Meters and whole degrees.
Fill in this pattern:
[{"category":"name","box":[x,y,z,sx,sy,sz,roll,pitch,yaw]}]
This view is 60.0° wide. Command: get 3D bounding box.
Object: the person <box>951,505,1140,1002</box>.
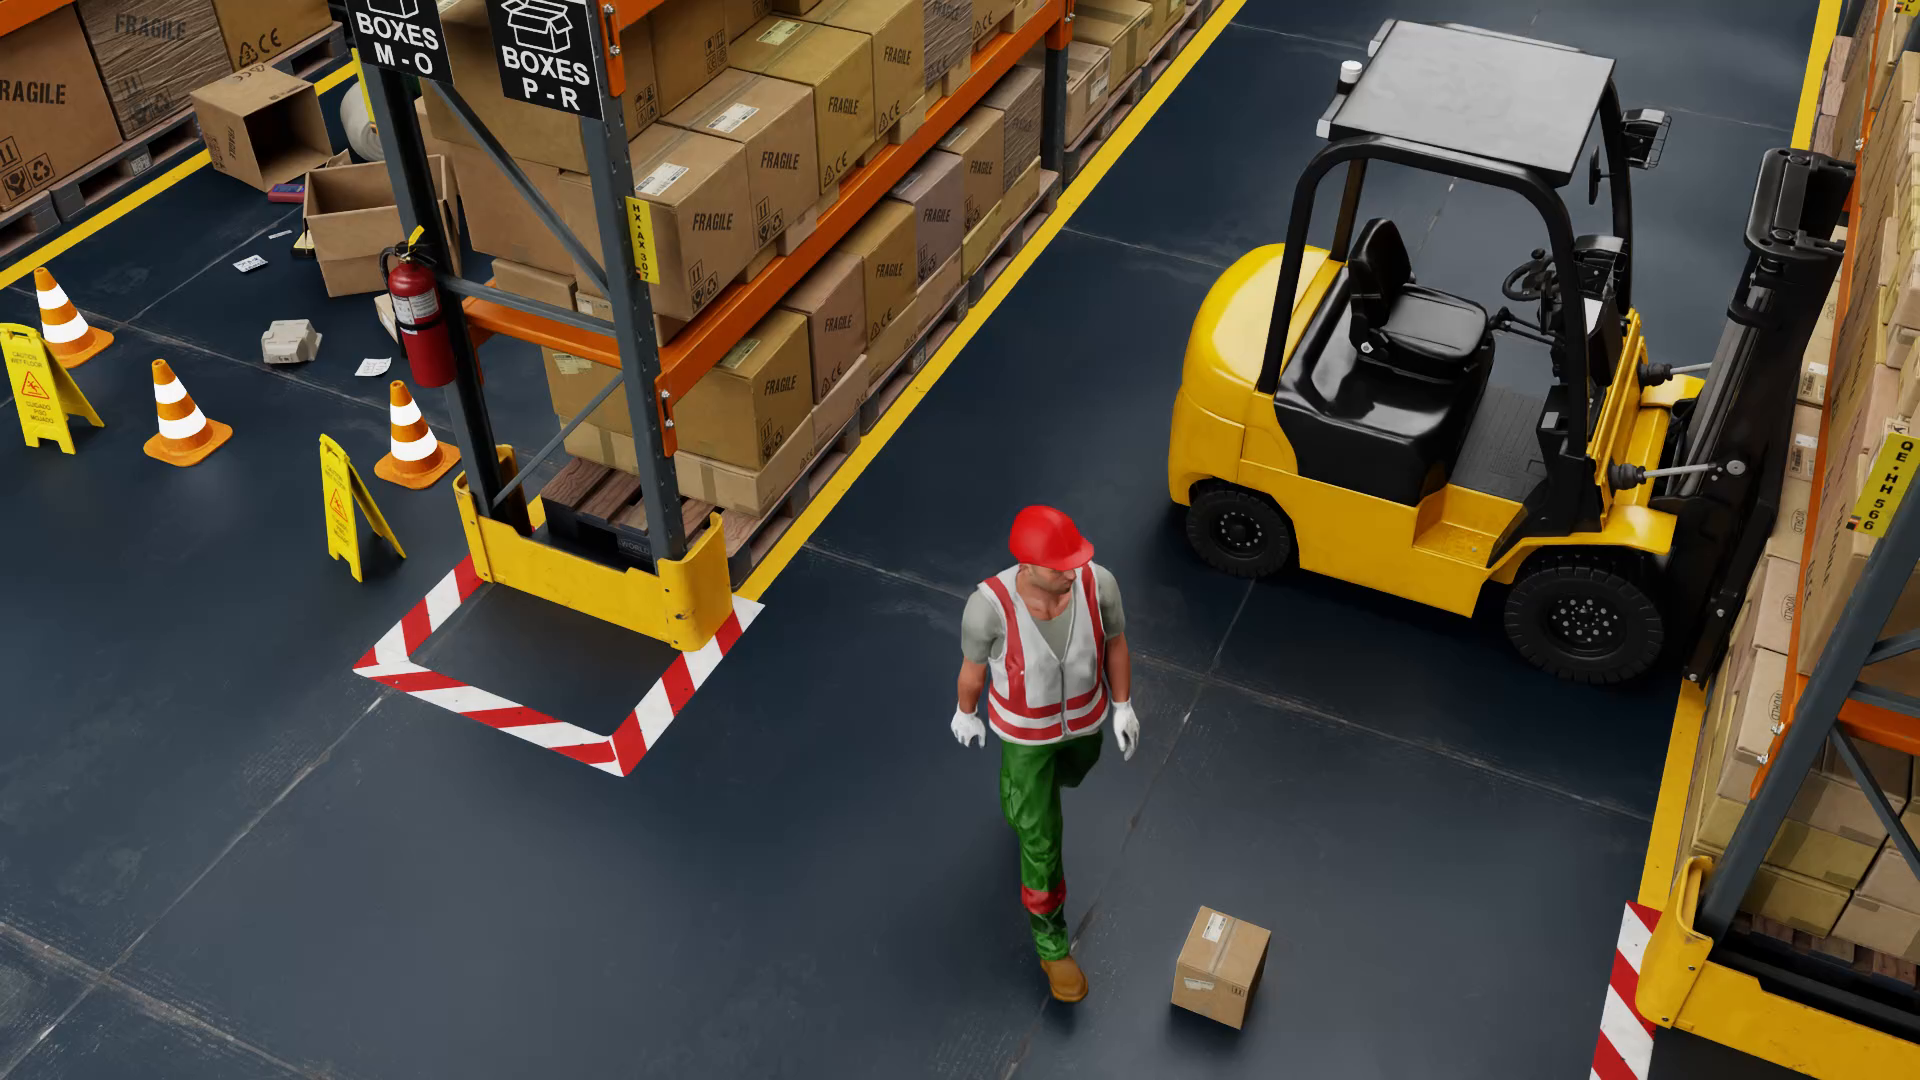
[{"category":"person","box":[0.321,0.622,5.473,0.572,1.728,1.075,-15,44,-16]}]
